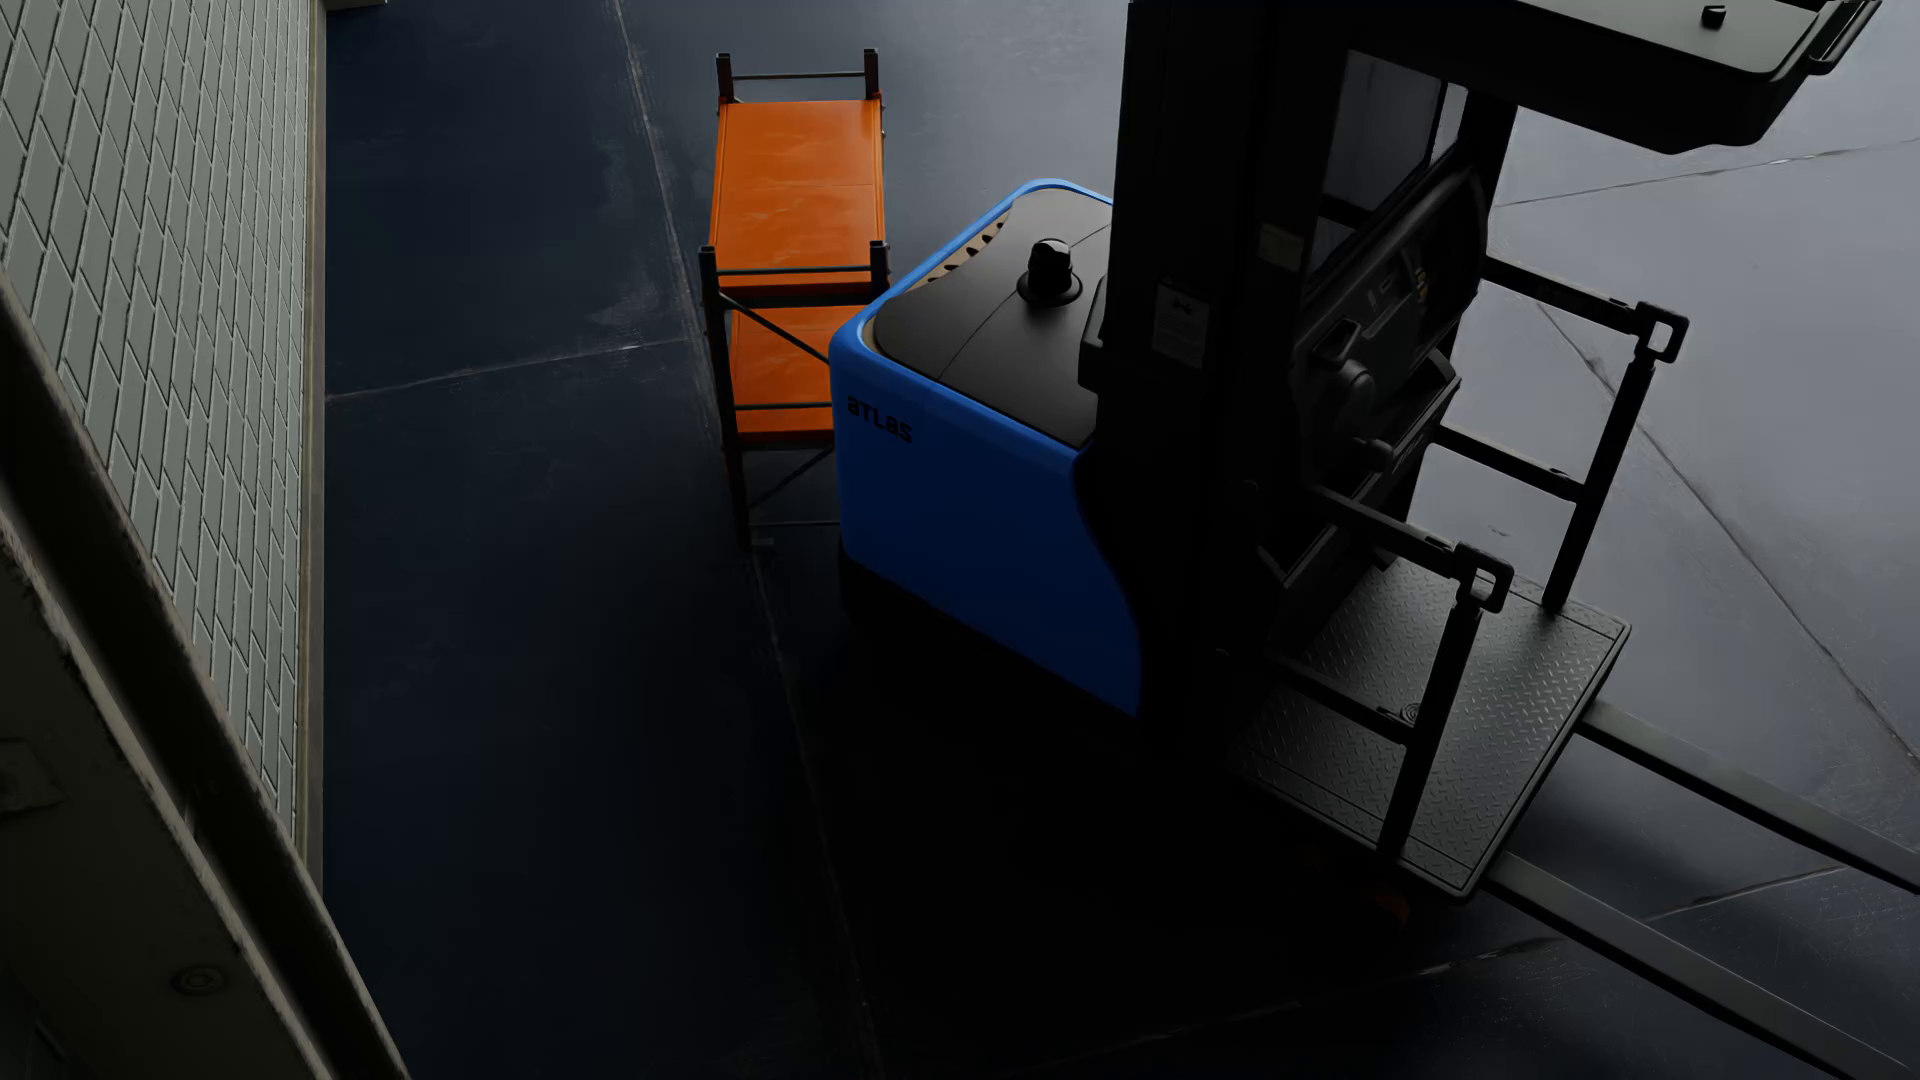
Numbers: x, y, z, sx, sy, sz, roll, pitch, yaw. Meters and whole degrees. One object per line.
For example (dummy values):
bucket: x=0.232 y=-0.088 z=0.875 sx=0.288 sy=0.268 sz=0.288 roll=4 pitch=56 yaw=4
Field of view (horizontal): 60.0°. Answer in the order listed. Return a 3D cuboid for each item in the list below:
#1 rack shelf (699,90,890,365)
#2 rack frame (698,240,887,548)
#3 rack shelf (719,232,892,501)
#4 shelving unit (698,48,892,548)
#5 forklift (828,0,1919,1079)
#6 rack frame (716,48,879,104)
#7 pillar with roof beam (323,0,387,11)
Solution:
rack shelf: x=-0.478 y=-0.959 z=4.992 sx=0.538 sy=0.278 sz=1.000 roll=-2 pitch=46 yaw=-2
rack frame: x=-0.449 y=-0.391 z=4.846 sx=0.500 sy=1.125 sz=0.032 roll=-2 pitch=46 yaw=-2
rack shelf: x=-0.478 y=-0.583 z=5.376 sx=0.538 sy=0.278 sz=1.000 roll=-2 pitch=46 yaw=-2
shelving unit: x=-0.478 y=-0.754 z=5.201 sx=0.538 sy=1.125 sz=1.048 roll=-2 pitch=46 yaw=-2
forklift: x=1.129 y=-0.438 z=3.627 sx=3.031 sy=2.935 sz=1.130 roll=28 pitch=52 yaw=25
rack frame: x=-0.506 y=-1.116 z=5.556 sx=0.500 sy=1.125 sz=0.032 roll=-2 pitch=46 yaw=-2
pillar with roof beam: x=1.314 y=-6.524 z=5.343 sx=9.100 sy=9.000 sz=0.400 roll=-11 pitch=47 yaw=-10
